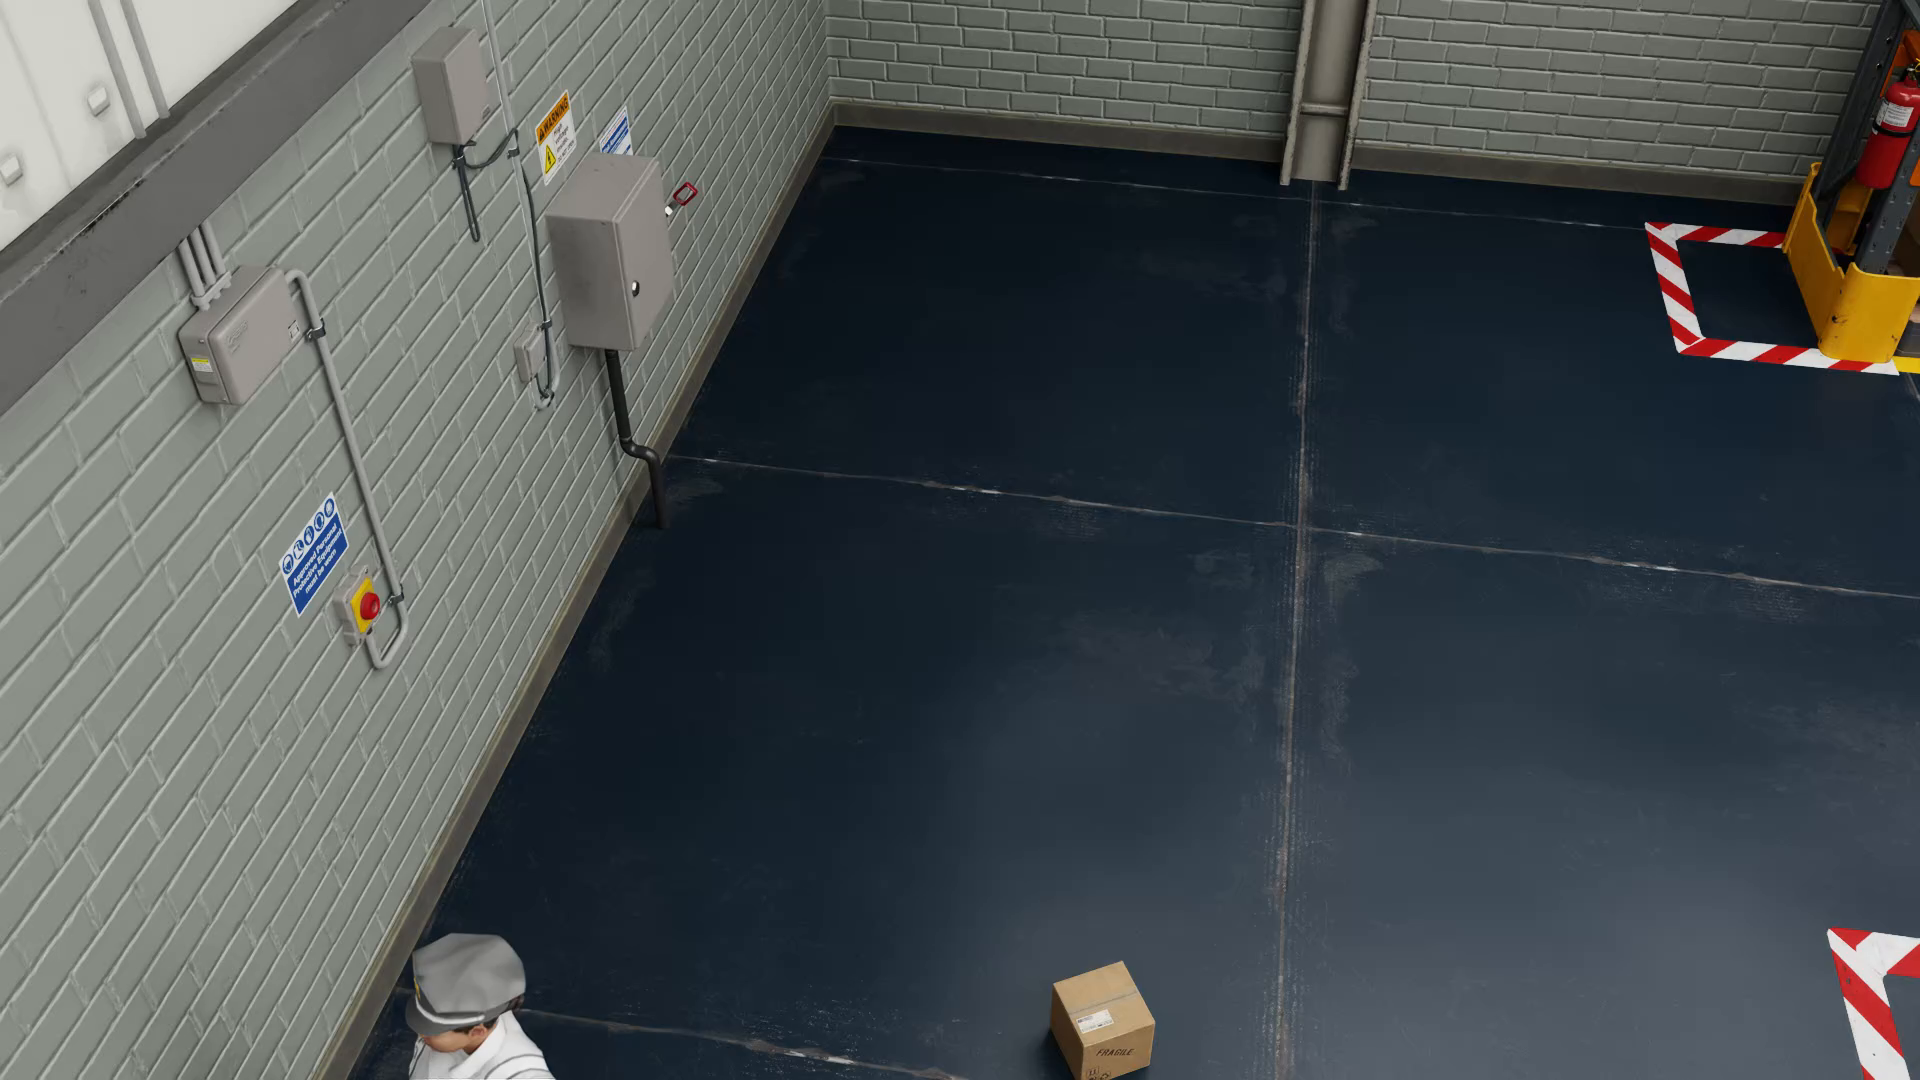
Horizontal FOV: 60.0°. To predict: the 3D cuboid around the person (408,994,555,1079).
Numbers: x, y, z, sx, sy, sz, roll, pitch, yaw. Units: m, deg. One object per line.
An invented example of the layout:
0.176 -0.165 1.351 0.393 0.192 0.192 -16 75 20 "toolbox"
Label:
-1.163 1.621 4.293 0.327 1.644 0.465 -29 48 -29 "person"
